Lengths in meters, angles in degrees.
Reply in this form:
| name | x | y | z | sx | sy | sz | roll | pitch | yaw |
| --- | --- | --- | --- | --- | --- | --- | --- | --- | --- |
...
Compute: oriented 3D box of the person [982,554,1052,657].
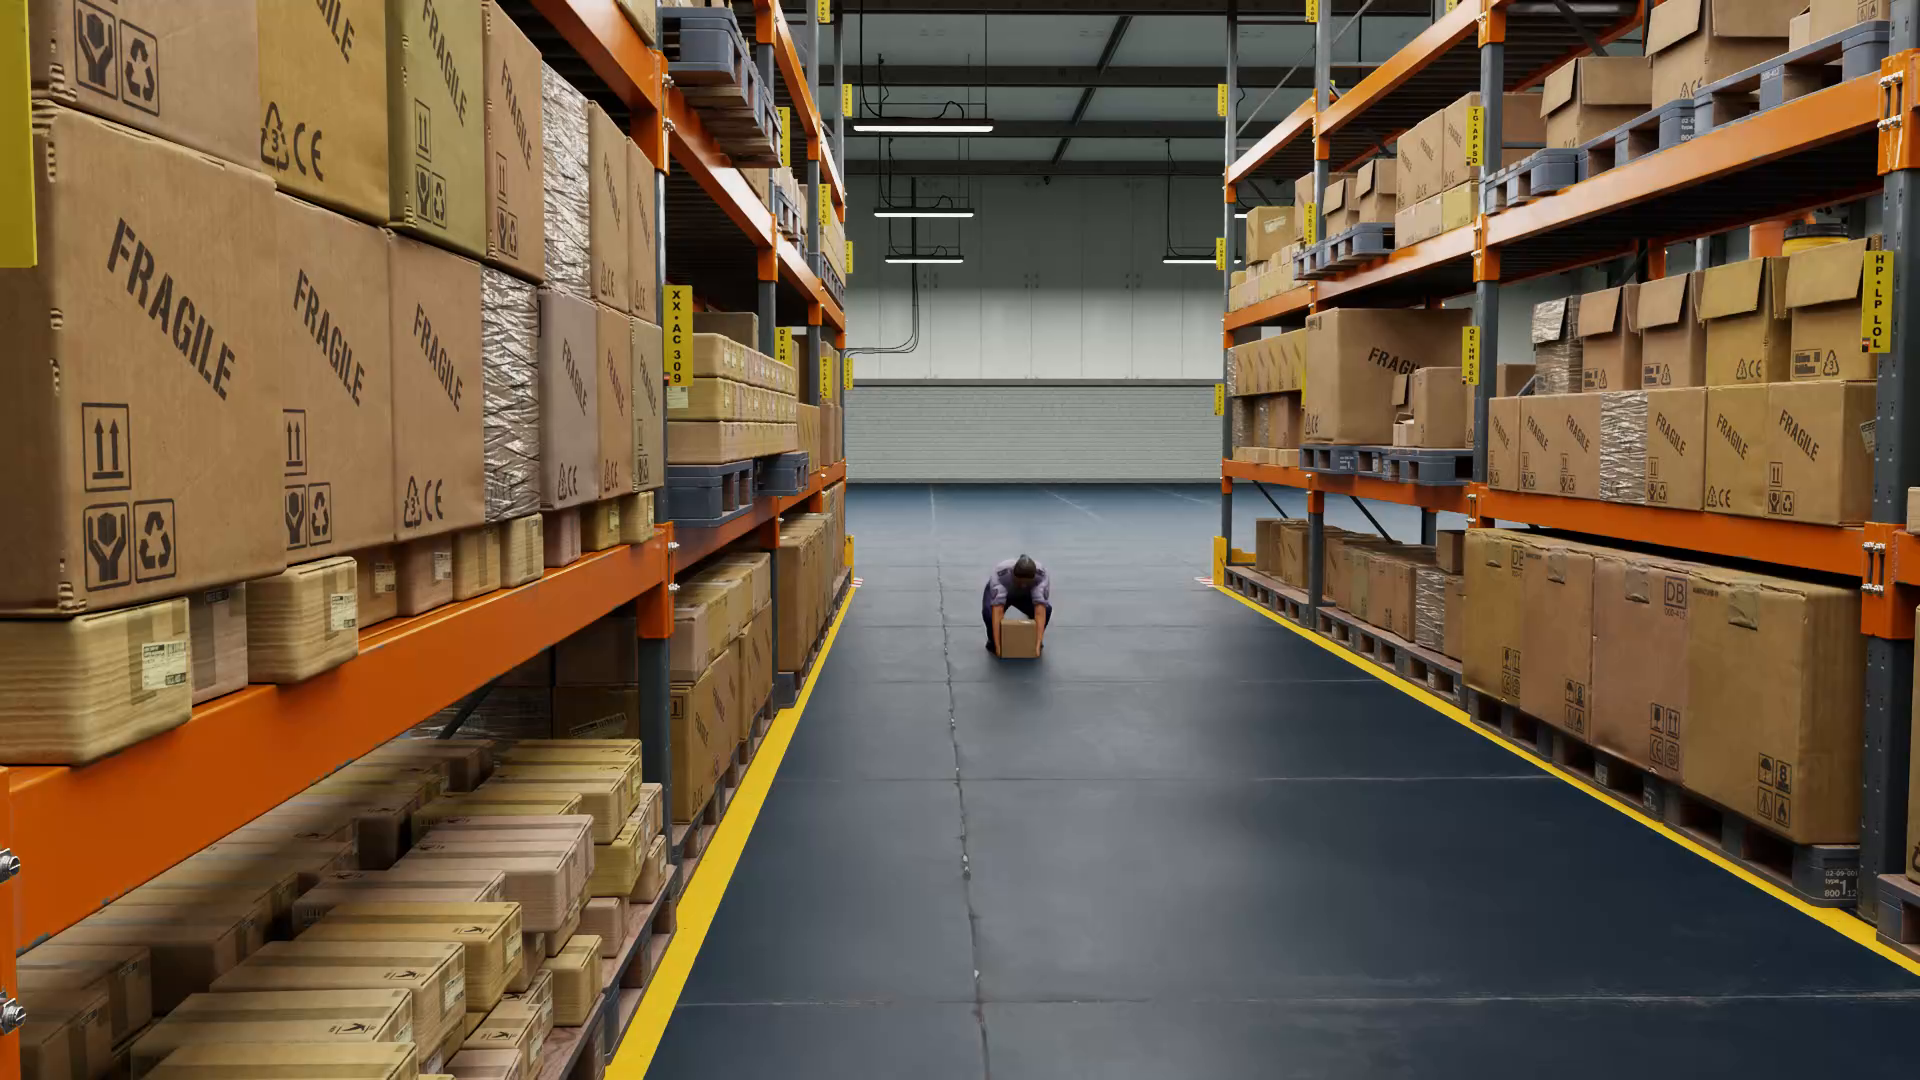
| name | x | y | z | sx | sy | sz | roll | pitch | yaw |
| --- | --- | --- | --- | --- | --- | --- | --- | --- | --- |
| person | 0.414 | 0.472 | 12.258 | 0.515 | 0.784 | 0.866 | 0 | 4 | -2 |
